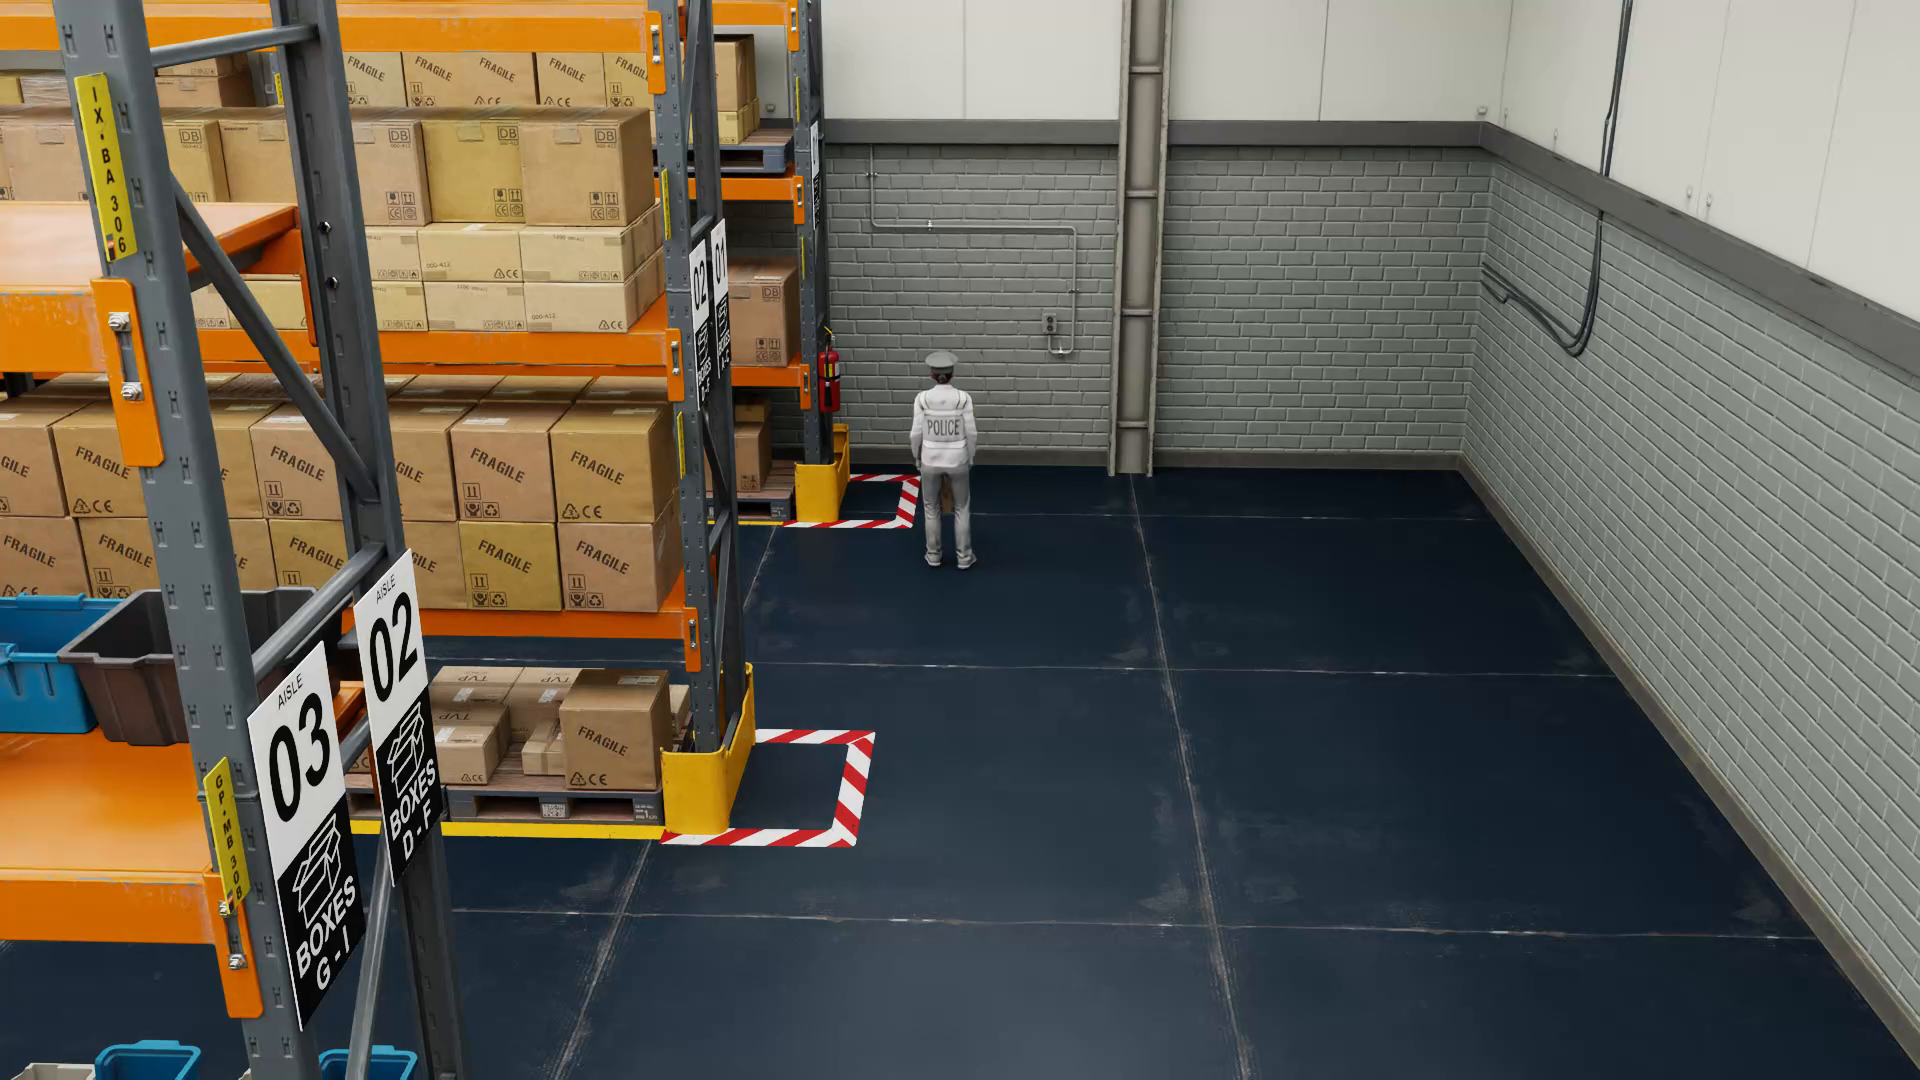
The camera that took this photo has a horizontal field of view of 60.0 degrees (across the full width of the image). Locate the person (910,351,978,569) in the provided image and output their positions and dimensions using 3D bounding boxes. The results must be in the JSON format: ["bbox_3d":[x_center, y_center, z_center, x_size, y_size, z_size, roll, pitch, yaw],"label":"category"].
[{"bbox_3d":[-0.121,-0.593,12.614,0.508,1.673,0.411,0,21,0],"label":"person"}]
